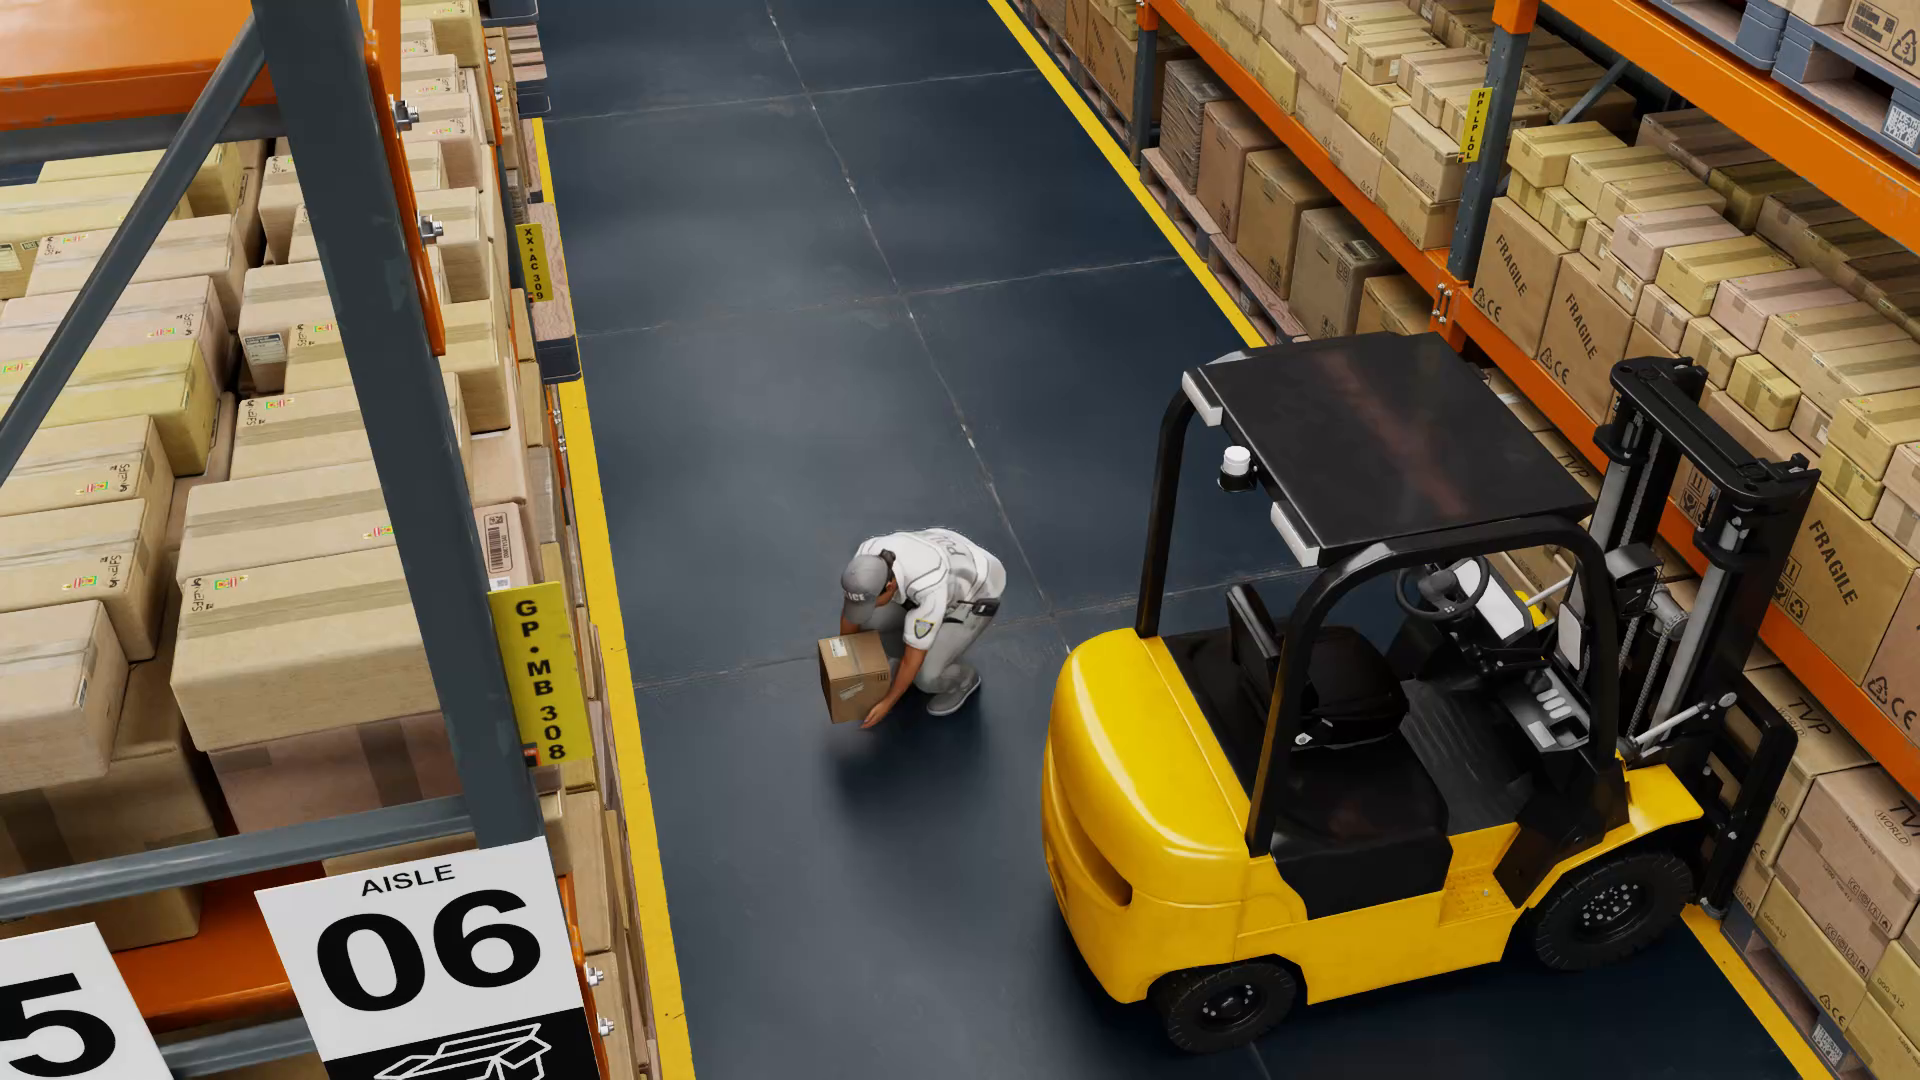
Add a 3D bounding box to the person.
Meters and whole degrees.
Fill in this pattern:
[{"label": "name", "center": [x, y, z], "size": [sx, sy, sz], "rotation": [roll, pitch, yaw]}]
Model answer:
[{"label": "person", "center": [-0.187, 0.303, 6.903], "size": [0.851, 0.961, 0.527], "rotation": [-31, 48, -33]}]
